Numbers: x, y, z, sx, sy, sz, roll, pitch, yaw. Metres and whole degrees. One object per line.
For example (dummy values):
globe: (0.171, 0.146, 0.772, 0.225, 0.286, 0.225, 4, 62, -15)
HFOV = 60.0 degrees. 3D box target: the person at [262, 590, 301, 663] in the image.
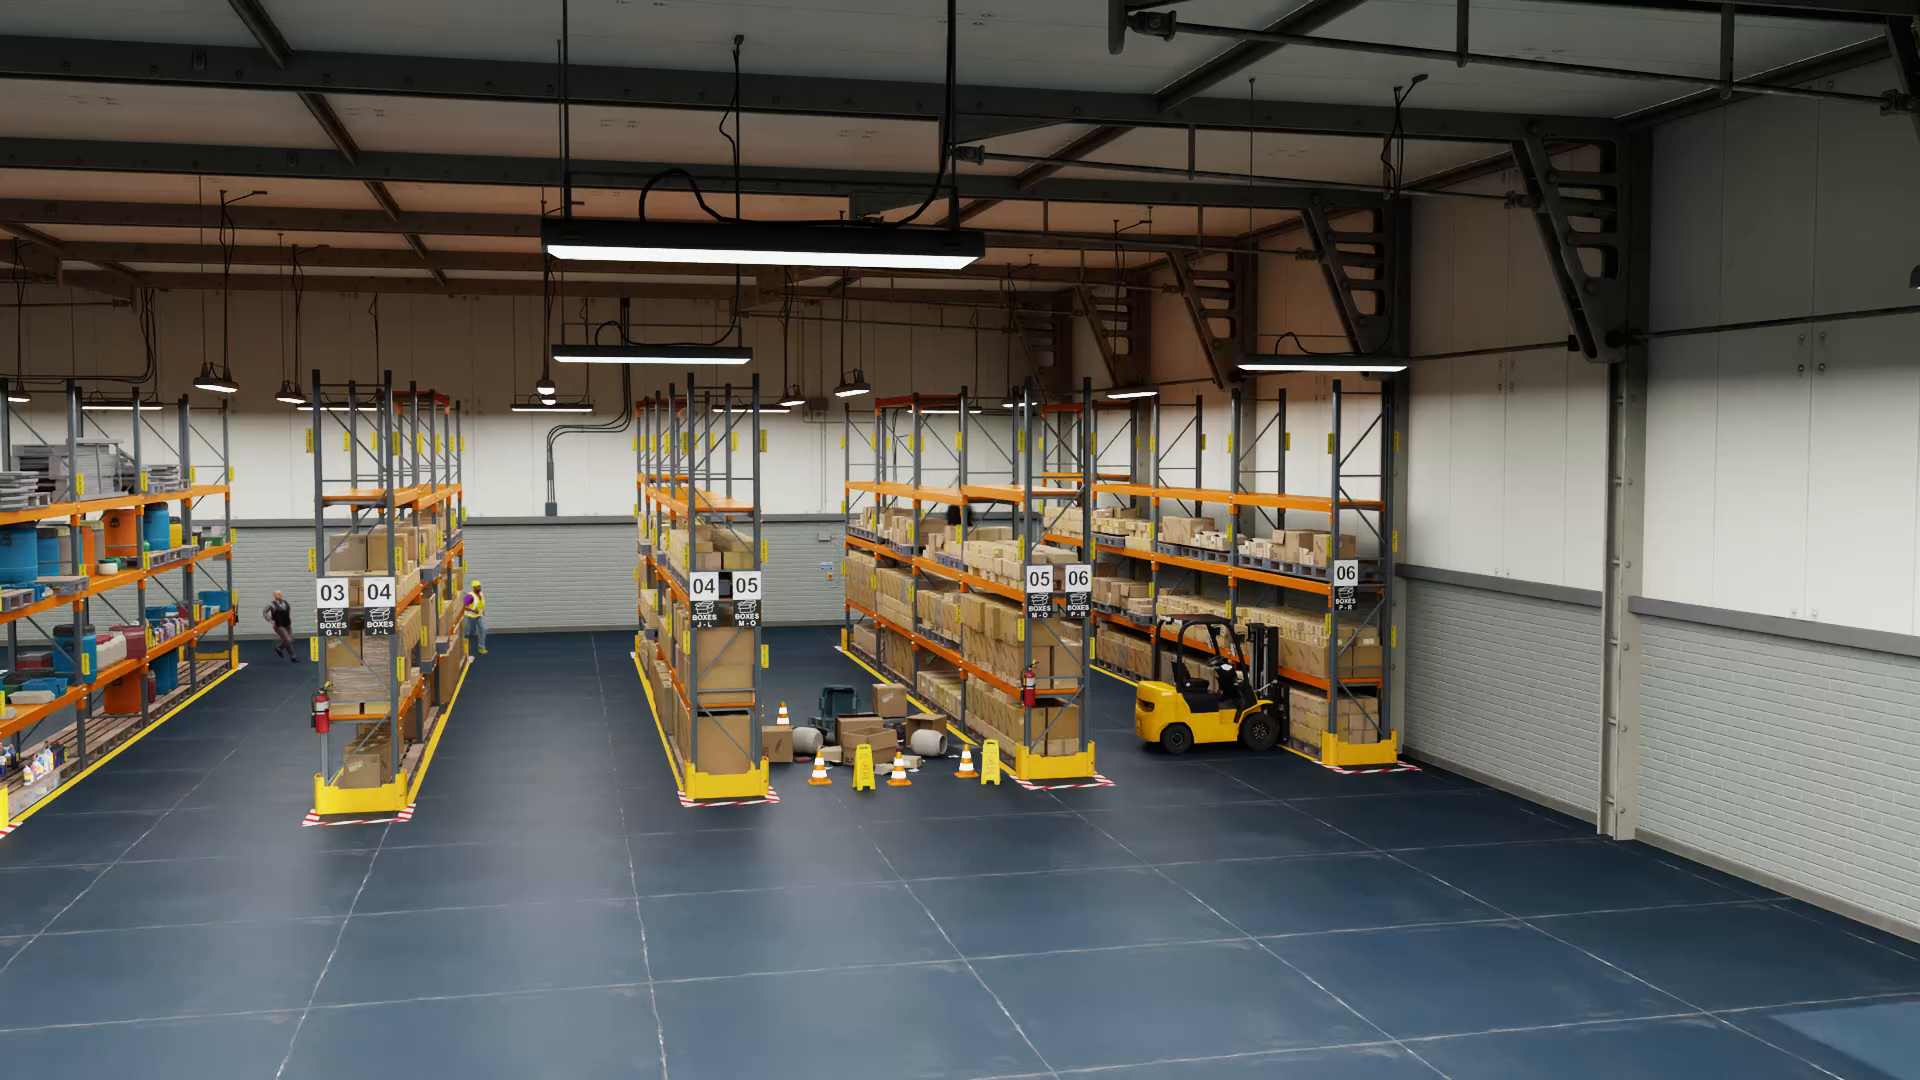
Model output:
person: (-15.506, 1.971, 37.913, 0.873, 1.675, 0.674, 2, 4, 30)

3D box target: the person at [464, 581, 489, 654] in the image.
person: (-11.644, 1.839, 39.735, 0.934, 1.756, 0.677, 2, 4, 26)
